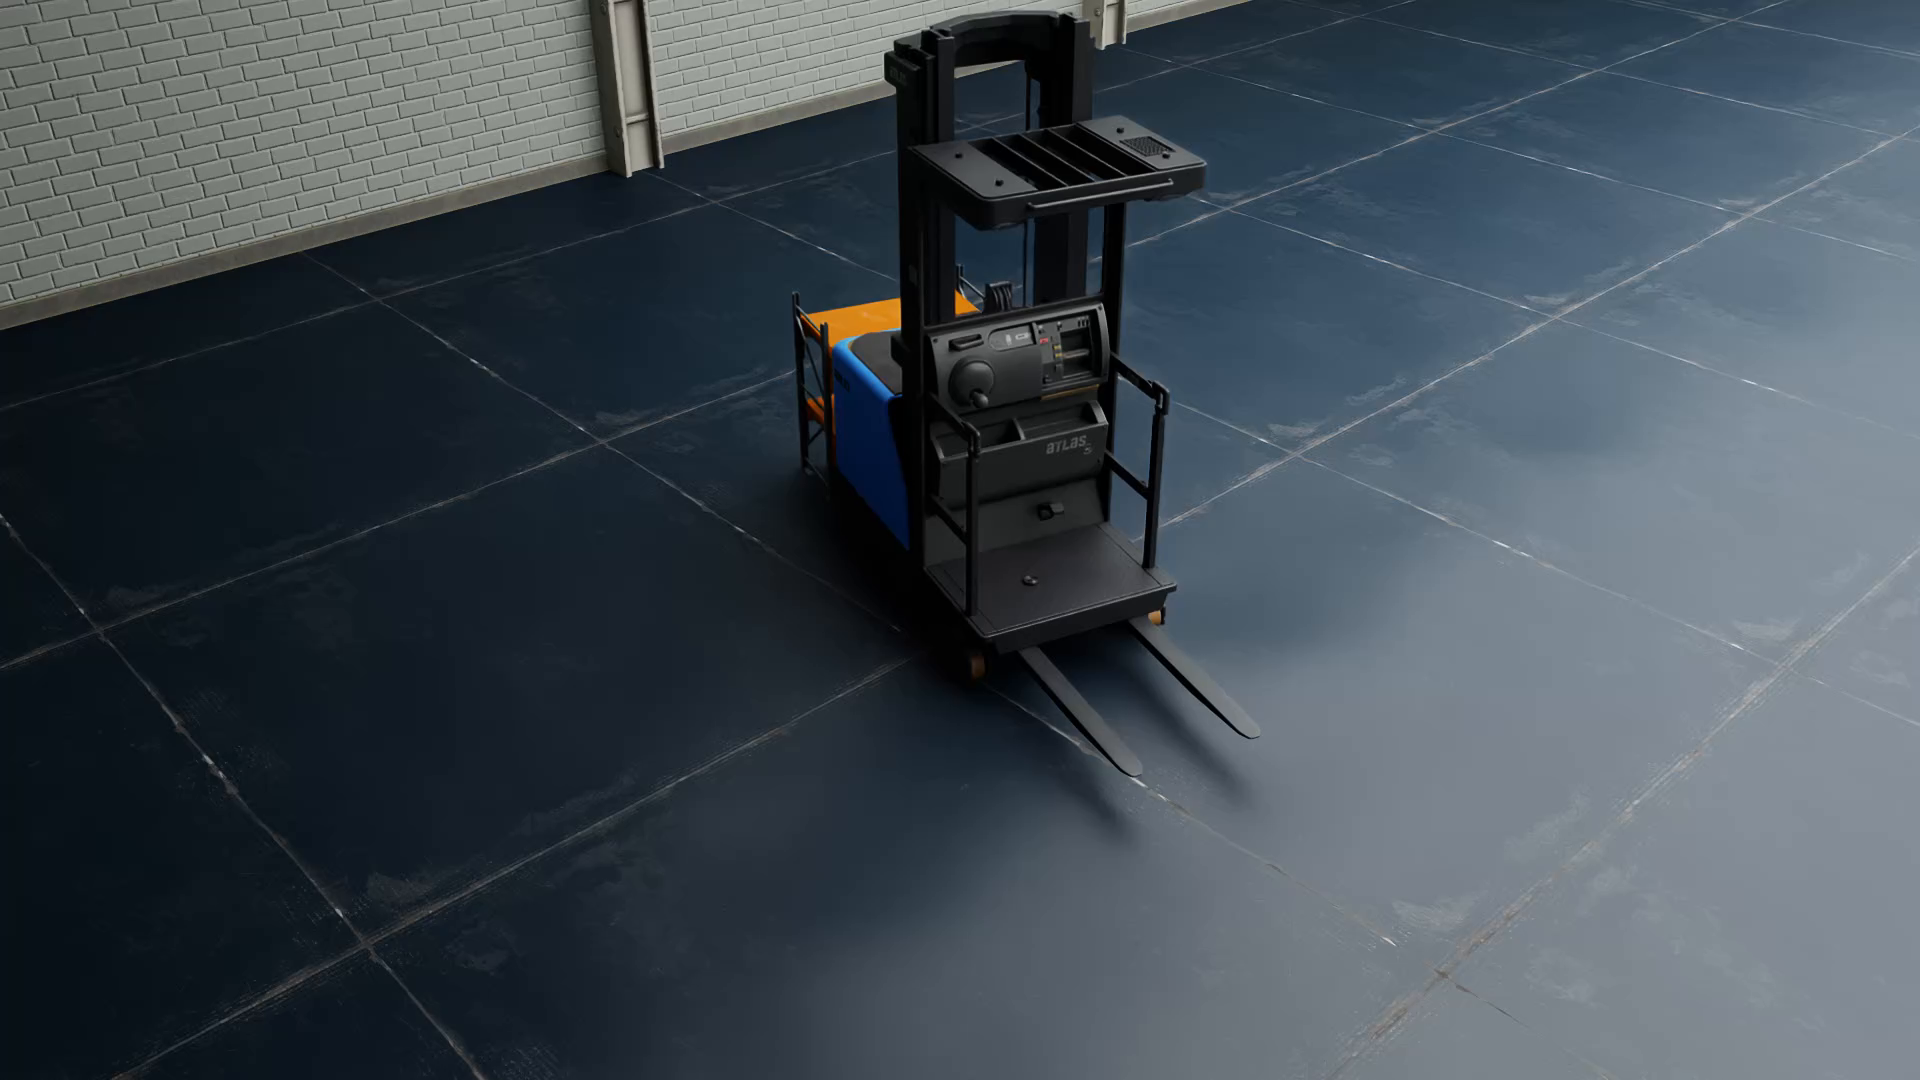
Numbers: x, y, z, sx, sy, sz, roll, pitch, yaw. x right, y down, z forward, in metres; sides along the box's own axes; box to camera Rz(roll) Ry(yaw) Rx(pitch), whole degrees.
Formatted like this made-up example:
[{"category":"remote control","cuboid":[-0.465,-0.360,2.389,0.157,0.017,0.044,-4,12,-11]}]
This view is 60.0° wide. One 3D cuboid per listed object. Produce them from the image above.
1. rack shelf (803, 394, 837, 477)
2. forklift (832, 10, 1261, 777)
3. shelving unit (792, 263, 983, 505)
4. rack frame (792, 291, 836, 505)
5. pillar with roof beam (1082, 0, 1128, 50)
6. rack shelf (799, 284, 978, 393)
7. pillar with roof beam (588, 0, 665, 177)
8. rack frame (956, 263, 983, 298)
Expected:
[{"category":"rack shelf","cuboid":[-0.369,-0.704,9.792,1.000,0.278,0.538,-13,34,-21]},{"category":"forklift","cuboid":[0.387,-0.828,7.795,1.130,2.935,3.031,-14,34,-22]},{"category":"shelving unit","cuboid":[-0.369,-0.913,9.664,1.048,1.125,0.538,-13,34,-21]},{"category":"rack frame","cuboid":[-0.831,-0.802,9.483,0.032,1.125,0.500,-13,34,-21]},{"category":"pillar with roof beam","cuboid":[4.485,-7.585,13.029,0.400,9.000,9.100,-26,40,-35]},{"category":"rack shelf","cuboid":[-0.369,-1.162,9.511,1.000,0.278,0.538,-13,34,-21]},{"category":"pillar with roof beam","cuboid":[0.086,-5.457,9.548,0.400,9.000,9.100,-26,40,-35]},{"category":"rack frame","cuboid":[0.093,-1.023,9.845,0.032,1.125,0.500,-13,34,-21]}]
